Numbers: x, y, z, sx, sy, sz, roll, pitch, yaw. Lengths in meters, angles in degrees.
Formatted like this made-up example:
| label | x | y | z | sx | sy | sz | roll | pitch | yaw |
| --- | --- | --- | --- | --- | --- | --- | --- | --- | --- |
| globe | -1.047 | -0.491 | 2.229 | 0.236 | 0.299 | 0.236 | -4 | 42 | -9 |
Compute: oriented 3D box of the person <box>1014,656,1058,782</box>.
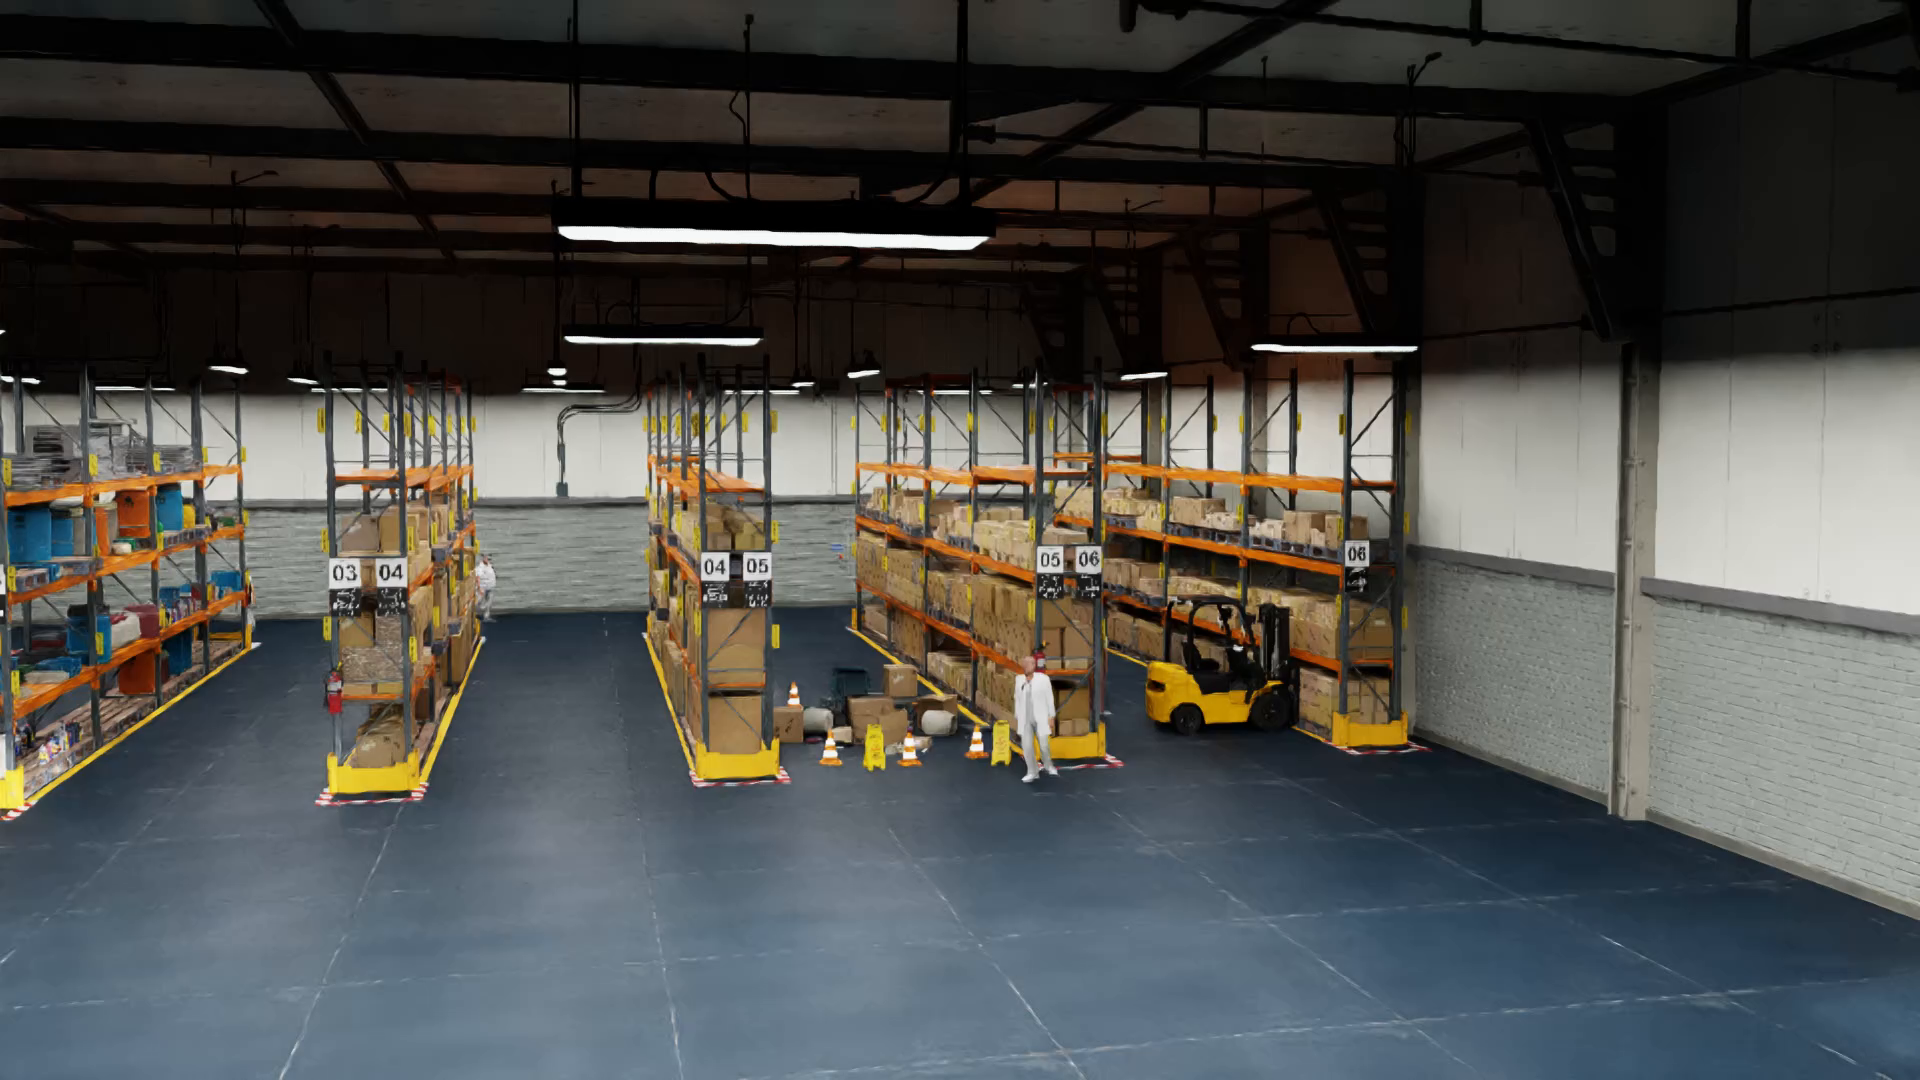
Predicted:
| label | x | y | z | sx | sy | sz | roll | pitch | yaw |
| --- | --- | --- | --- | --- | --- | --- | --- | --- | --- |
| person | 1.071 | 2.493 | 23.414 | 0.622 | 1.770 | 0.607 | 2 | 4 | 23 |

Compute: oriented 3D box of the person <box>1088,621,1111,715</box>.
| label | x | y | z | sx | sy | sz | roll | pitch | yaw |
| --- | --- | --- | --- | --- | --- | --- | --- | --- | --- |
| person | 2.388 | 2.161 | 28.604 | 0.433 | 1.673 | 0.494 | -4 | 6 | -45 |

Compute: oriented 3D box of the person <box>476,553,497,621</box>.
| label | x | y | z | sx | sy | sz | roll | pitch | yaw |
| --- | --- | --- | --- | --- | --- | --- | --- | --- | --- |
| person | -12.167 | 1.198 | 42.237 | 0.539 | 1.745 | 0.736 | 2 | 5 | 32 |

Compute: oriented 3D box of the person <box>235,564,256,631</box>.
| label | x | y | z | sx | sy | sz | roll | pitch | yaw |
| --- | --- | --- | --- | --- | --- | --- | --- | --- | --- |
| person | -17.167 | 1.390 | 39.963 | 0.474 | 1.652 | 0.608 | -4 | 6 | -44 |
